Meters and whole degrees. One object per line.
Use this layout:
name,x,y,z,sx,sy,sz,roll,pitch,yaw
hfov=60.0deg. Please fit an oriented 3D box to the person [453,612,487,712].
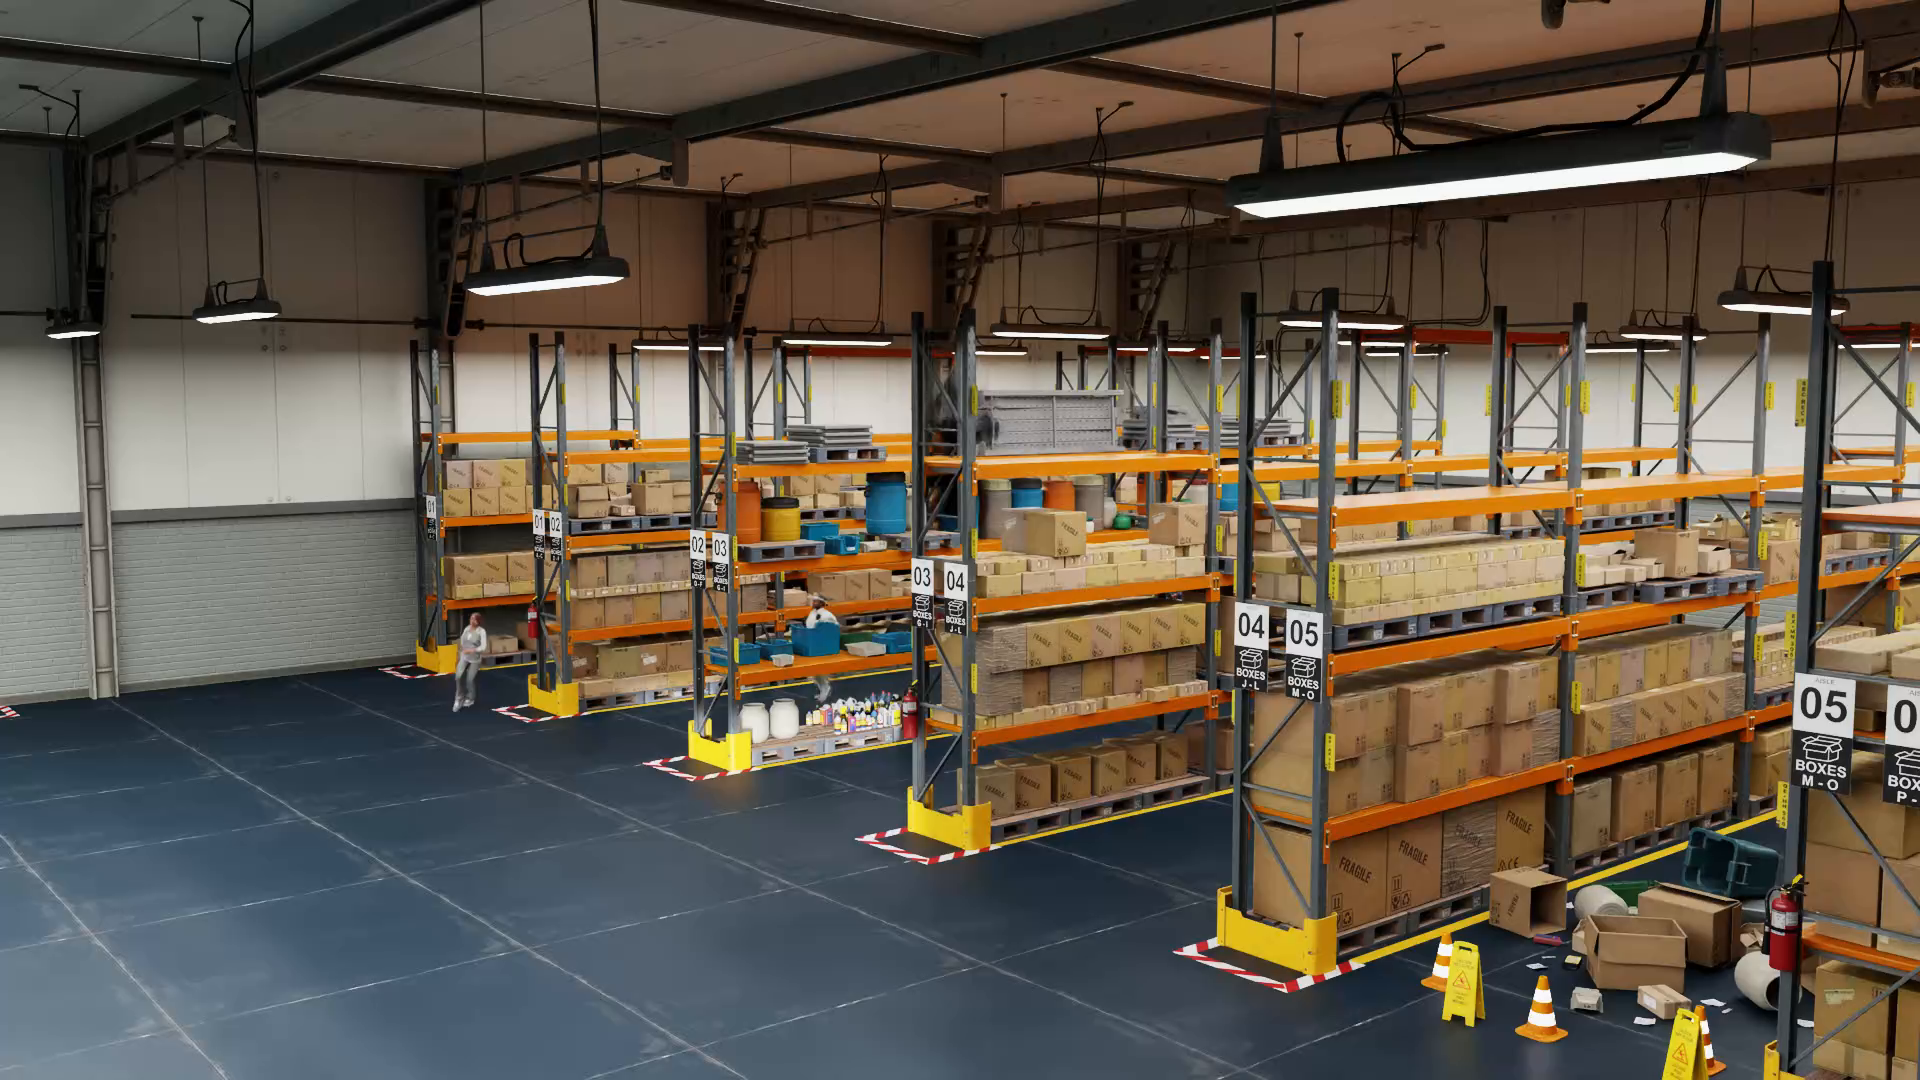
person,-7.772,1.923,26.461,0.528,1.548,0.635,1,5,6

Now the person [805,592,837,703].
person,-2.248,1.669,25.820,0.582,1.732,0.562,-4,7,-40
